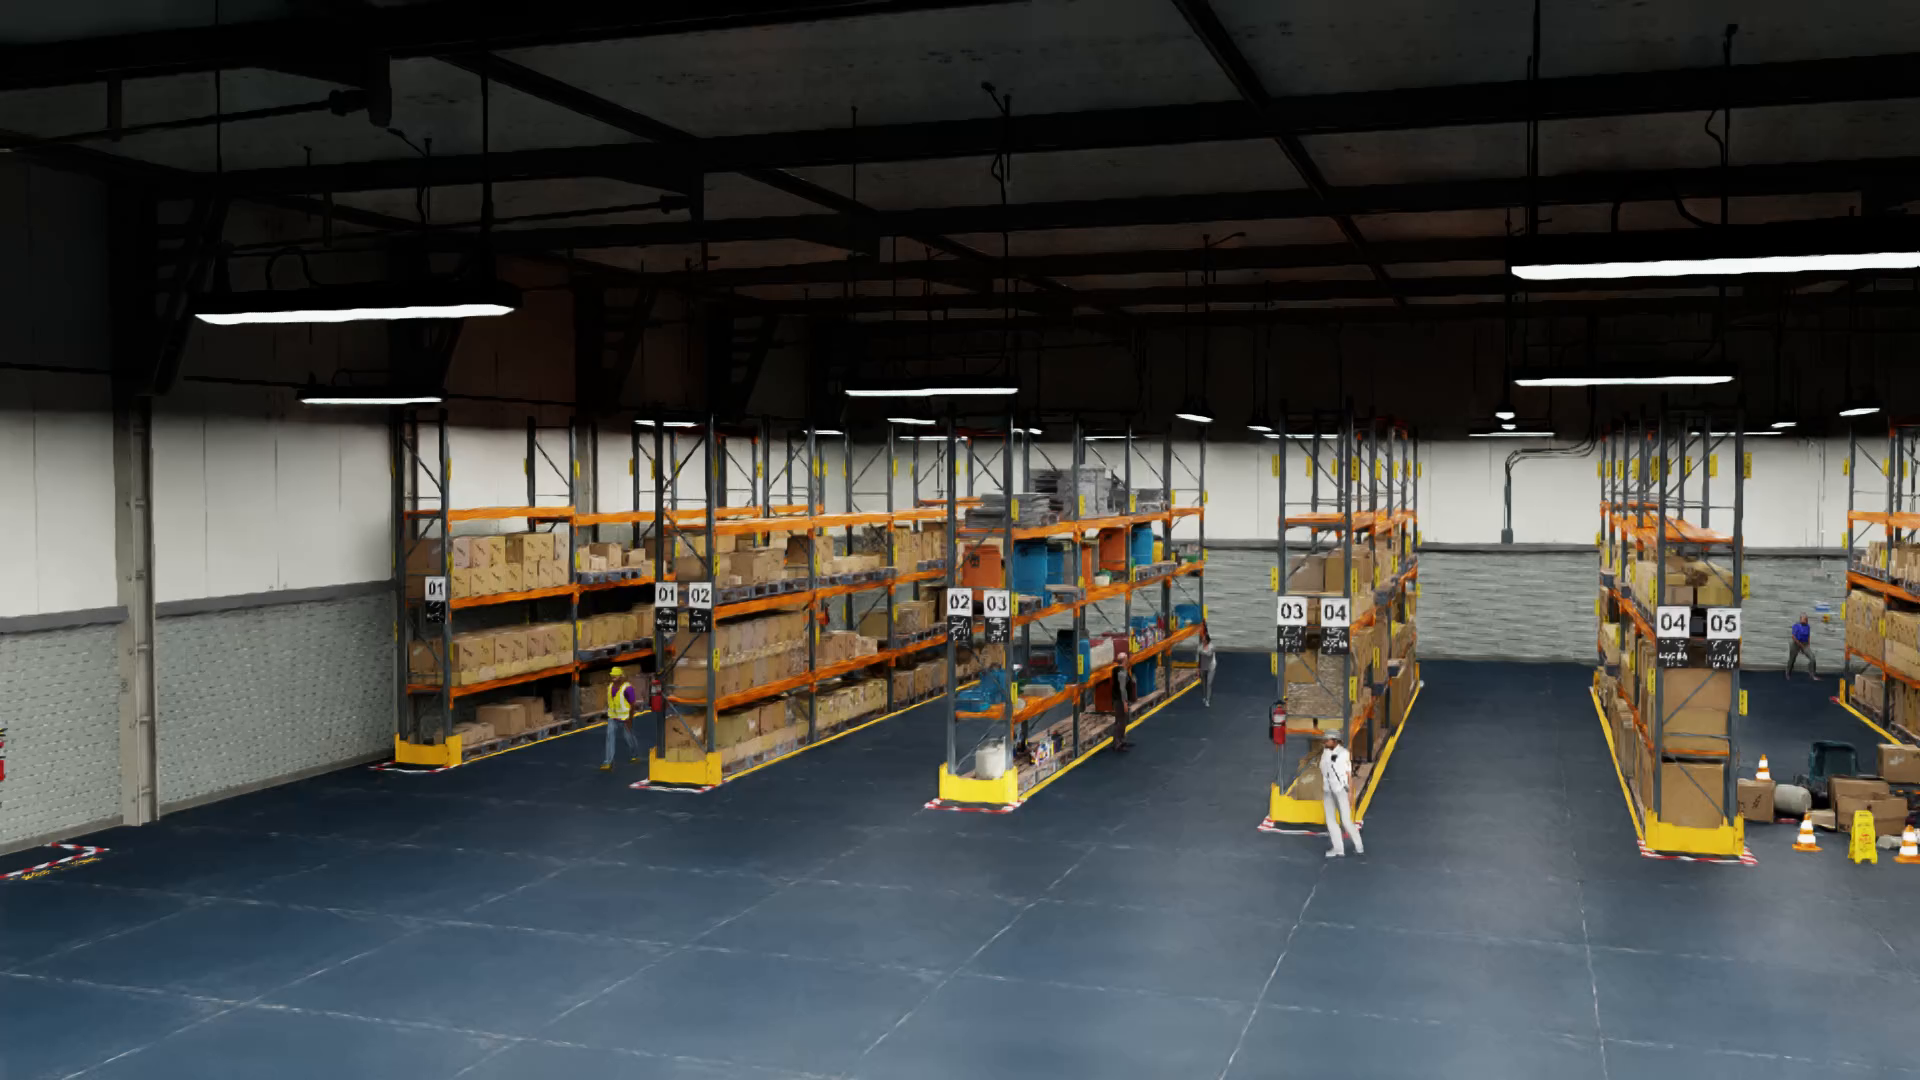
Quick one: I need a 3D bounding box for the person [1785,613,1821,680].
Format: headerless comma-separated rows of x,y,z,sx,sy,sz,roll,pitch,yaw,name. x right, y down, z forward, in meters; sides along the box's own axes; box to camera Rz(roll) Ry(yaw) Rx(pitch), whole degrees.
19.902,2.513,39.338,0.604,1.605,0.742,0,2,-3,person

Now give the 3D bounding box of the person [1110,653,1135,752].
2.903,2.859,29.458,0.463,1.731,0.598,0,2,-5,person

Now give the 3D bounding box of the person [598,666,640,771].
-5.659,2.957,27.718,0.591,1.716,1.041,1,3,19,person

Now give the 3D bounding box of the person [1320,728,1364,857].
4.949,3.250,21.518,0.550,1.664,0.513,-2,3,-35,person

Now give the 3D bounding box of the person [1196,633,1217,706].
5.203,2.719,35.223,0.417,1.517,1.037,1,3,21,person
